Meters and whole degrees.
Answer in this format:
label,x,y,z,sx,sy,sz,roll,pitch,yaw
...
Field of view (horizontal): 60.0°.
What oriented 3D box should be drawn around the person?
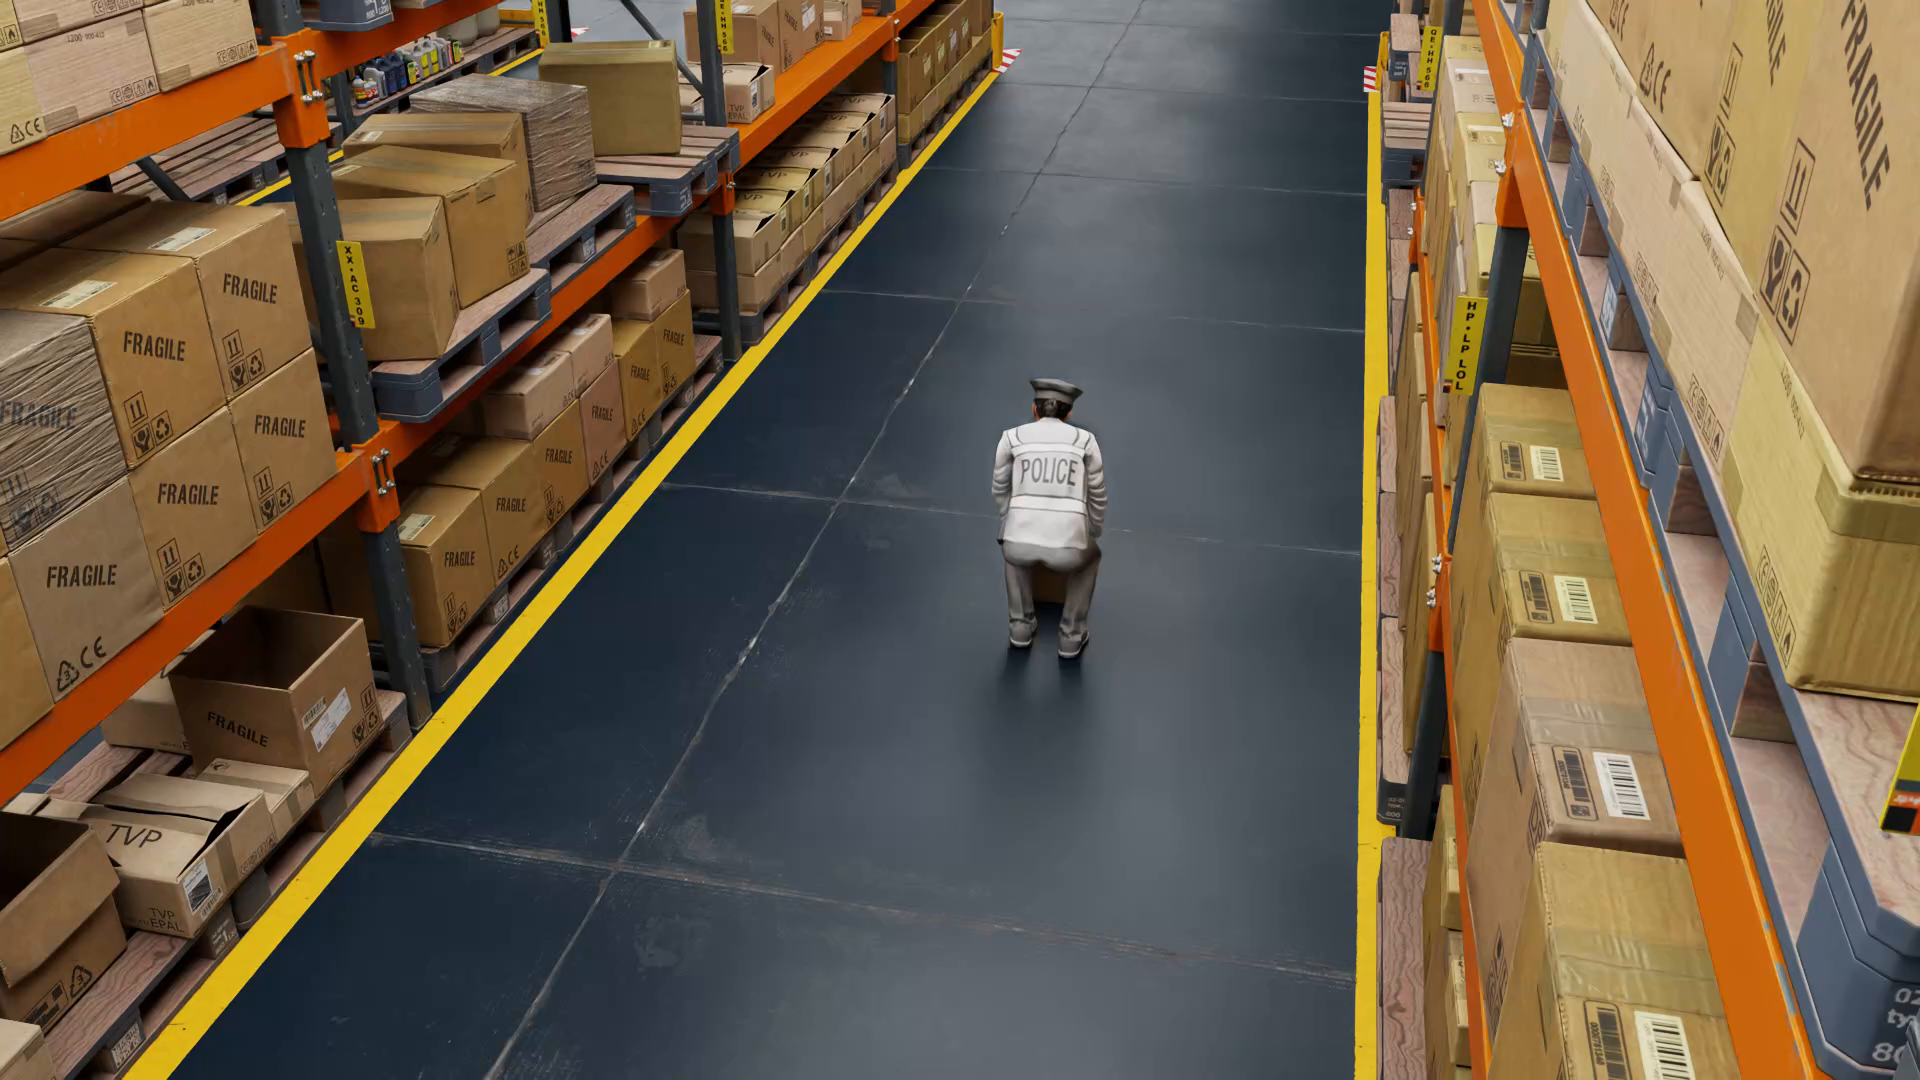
label,x,y,z,sx,sy,sz,roll,pitch,yaw
person,0.372,-0.091,7.323,0.518,1.154,0.804,6,30,11
